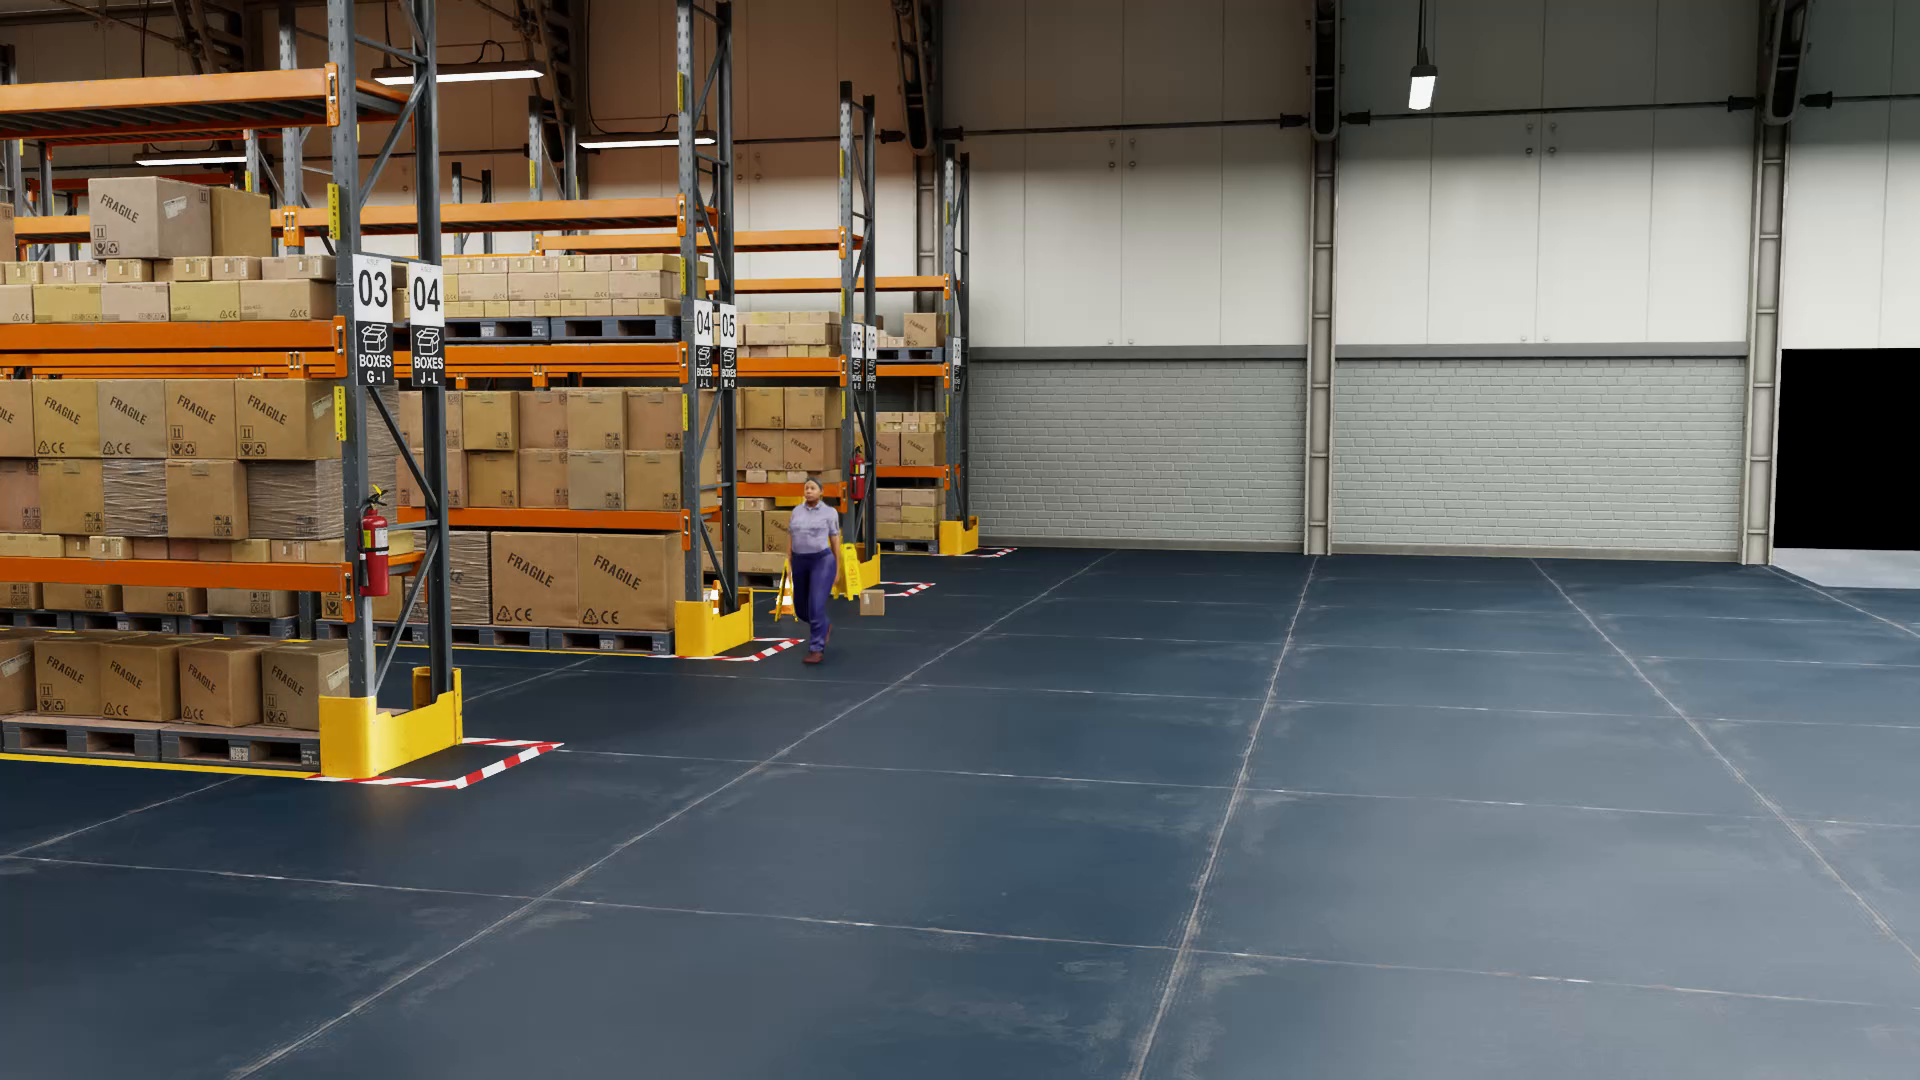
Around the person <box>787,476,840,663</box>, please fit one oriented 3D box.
[{"bbox_3d":[-1.292,0.237,14.815,0.481,1.616,0.833,2,5,23],"label":"person"}]
